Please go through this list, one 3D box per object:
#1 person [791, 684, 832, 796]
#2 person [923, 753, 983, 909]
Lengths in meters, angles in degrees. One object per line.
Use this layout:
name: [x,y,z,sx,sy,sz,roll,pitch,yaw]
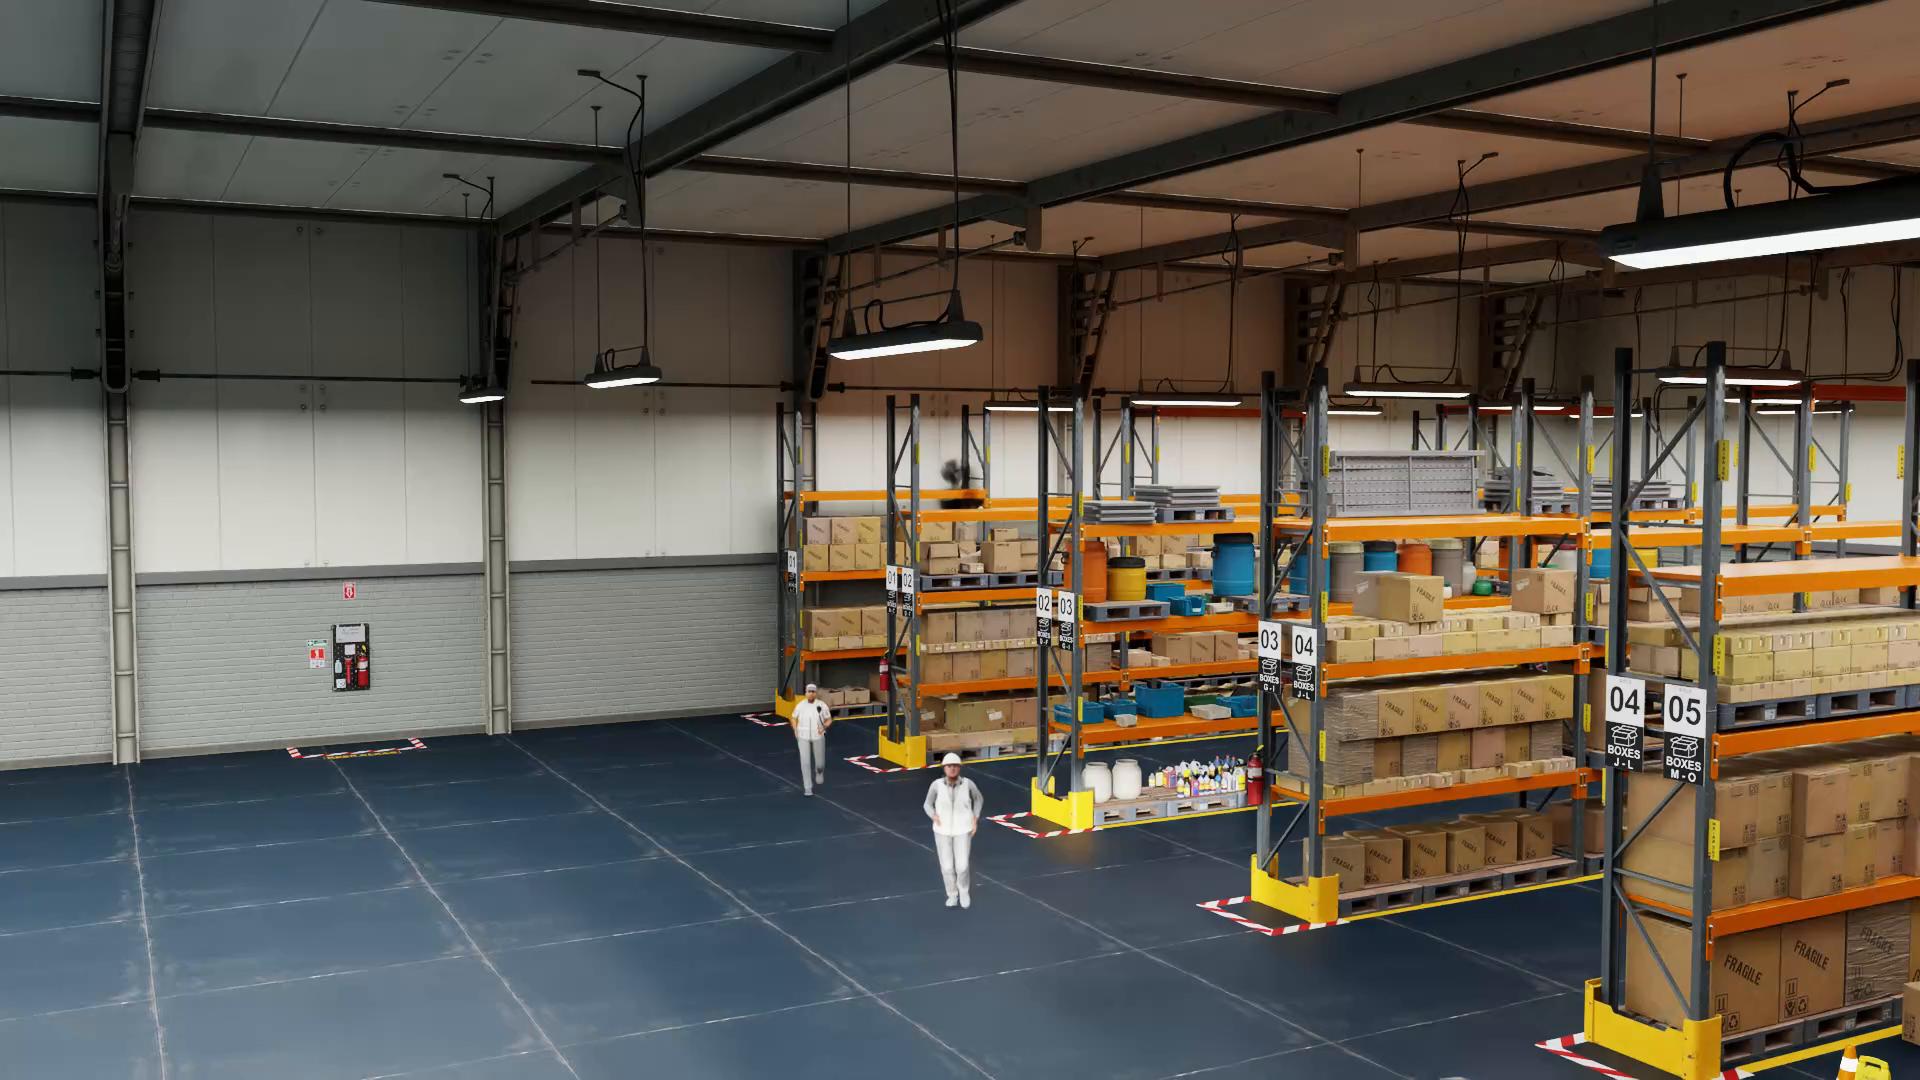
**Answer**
person: [-2.220,2.952,24.771,0.613,1.620,0.669,0,3,-2]
person: [-0.082,3.243,18.487,0.659,1.751,0.639,0,3,4]
